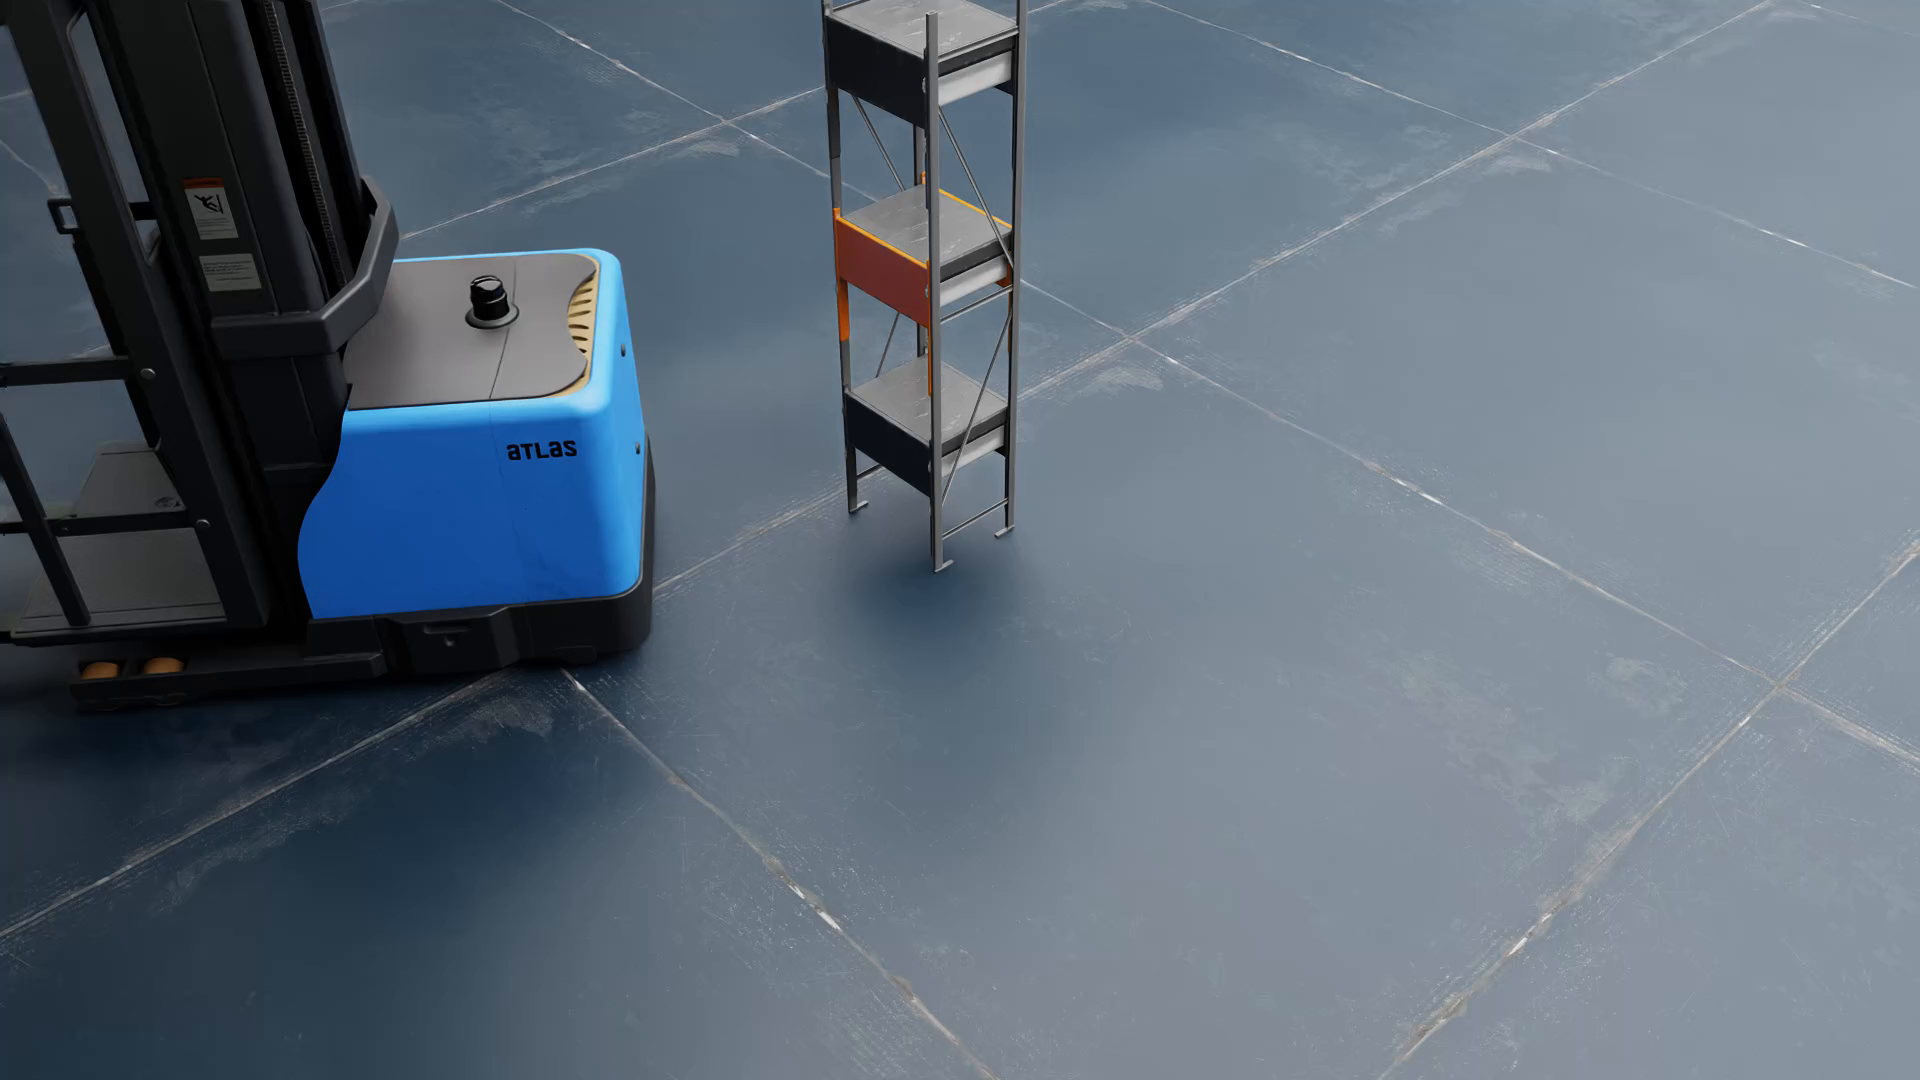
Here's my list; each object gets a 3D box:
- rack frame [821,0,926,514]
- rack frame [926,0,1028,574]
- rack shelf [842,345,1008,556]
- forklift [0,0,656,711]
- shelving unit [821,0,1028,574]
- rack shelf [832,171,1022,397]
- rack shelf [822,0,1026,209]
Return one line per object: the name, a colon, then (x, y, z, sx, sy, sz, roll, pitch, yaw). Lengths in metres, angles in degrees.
rack frame: (-0.277, -1.006, 5.825, 0.400, 2.100, 0.015, -30, 48, -32)
rack frame: (0.053, -0.781, 5.545, 0.400, 2.100, 0.015, -30, 48, -32)
rack shelf: (-0.112, -0.338, 6.134, 0.431, 0.518, 0.480, -30, 48, -32)
forklift: (-2.625, -0.923, 5.061, 3.031, 2.935, 1.130, -4, 39, -5)
shelving unit: (-0.112, -0.893, 5.685, 0.431, 2.100, 0.503, -30, 48, -32)
rack shelf: (-0.112, -0.883, 5.694, 0.431, 0.518, 0.480, -30, 48, -32)
rack shelf: (-0.112, -1.427, 5.254, 0.431, 0.518, 0.480, -30, 48, -32)
